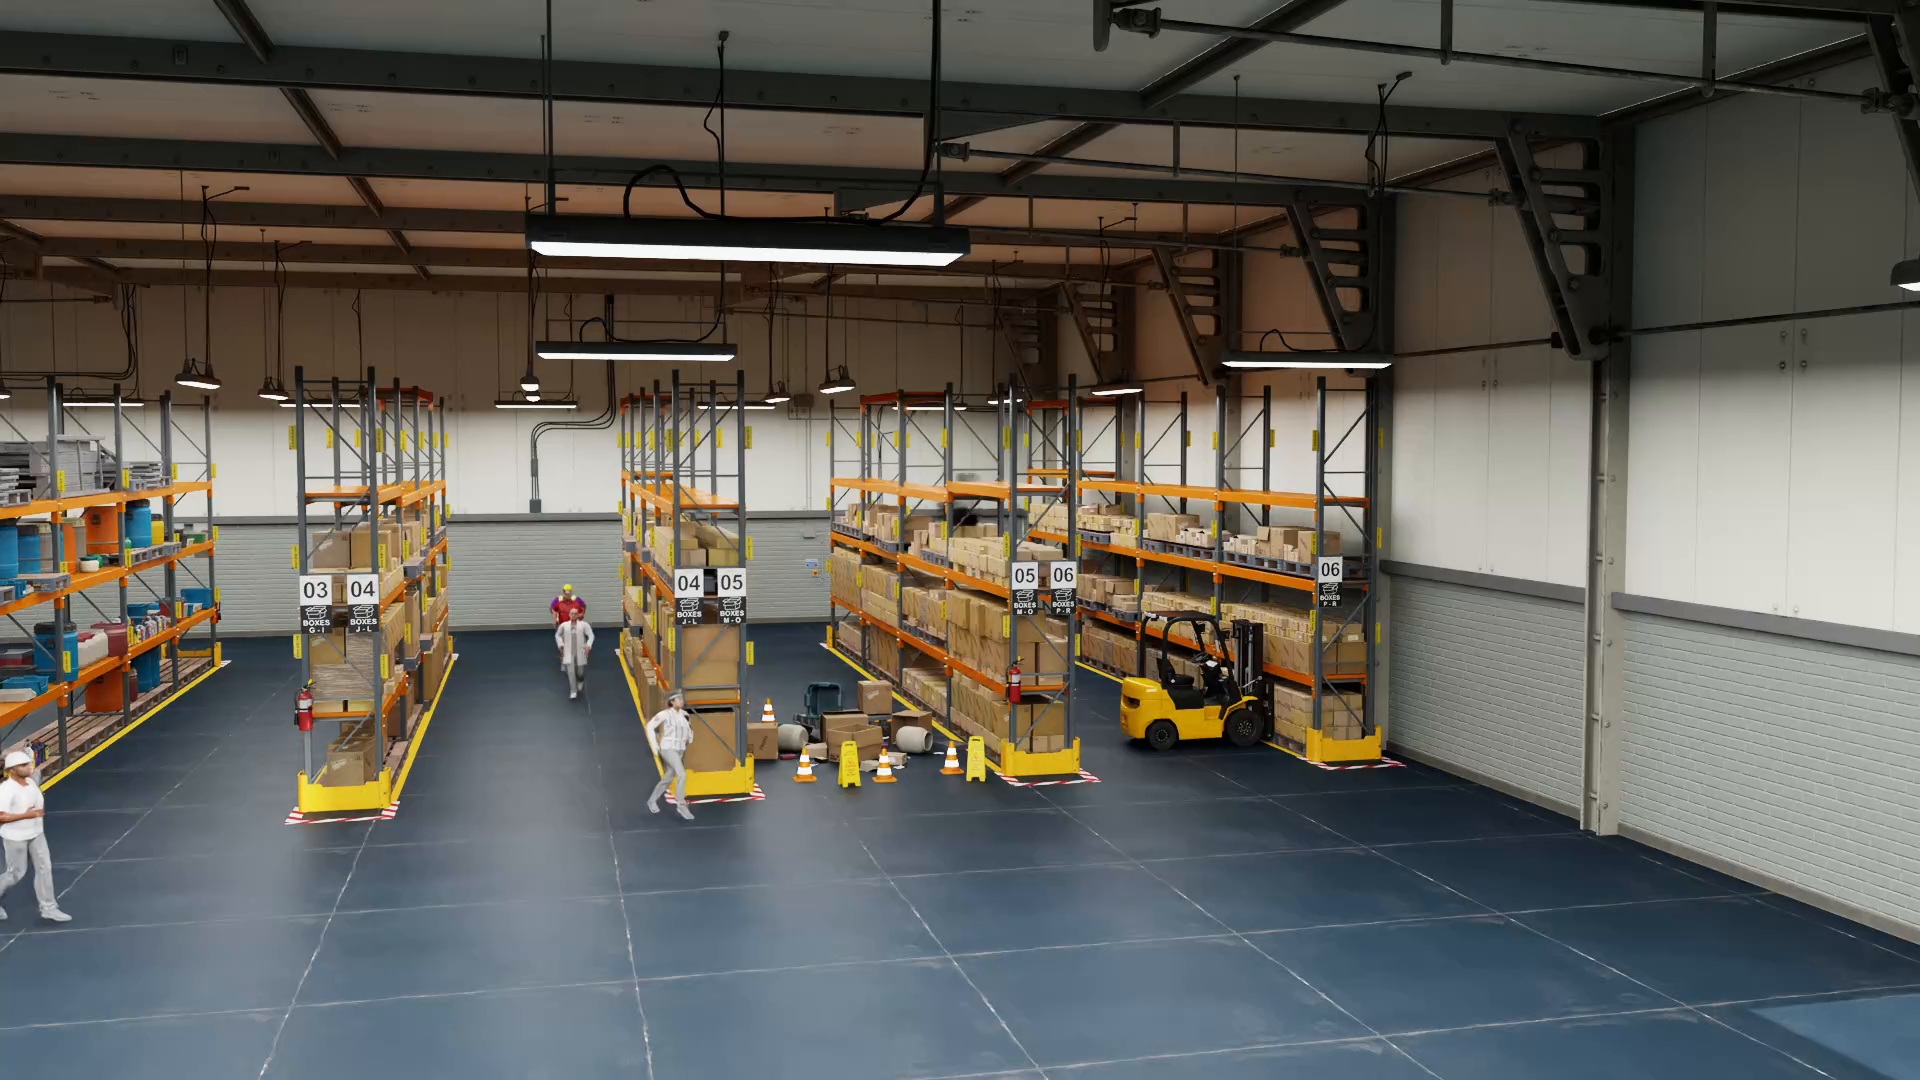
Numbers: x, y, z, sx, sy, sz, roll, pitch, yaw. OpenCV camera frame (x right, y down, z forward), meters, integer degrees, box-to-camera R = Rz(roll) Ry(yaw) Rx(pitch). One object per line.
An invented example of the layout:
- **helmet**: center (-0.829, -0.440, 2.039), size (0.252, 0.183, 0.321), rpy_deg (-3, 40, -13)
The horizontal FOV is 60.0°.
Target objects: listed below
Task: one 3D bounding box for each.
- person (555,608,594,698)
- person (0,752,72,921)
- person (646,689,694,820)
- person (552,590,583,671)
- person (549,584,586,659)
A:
- **person**: center (-7.520, 2.194, 32.448), size (0.752, 1.733, 0.774), rpy_deg (-1, 3, -11)
- **person**: center (-9.663, 3.061, 17.157), size (0.917, 1.765, 0.701), rpy_deg (0, 3, 7)
- **person**: center (-3.779, 2.830, 22.192), size (0.815, 1.689, 0.600), rpy_deg (2, 4, 32)
- **person**: center (-8.570, 1.946, 36.349), size (0.665, 1.725, 0.942), rpy_deg (-1, 3, -12)
- **person**: center (-9.023, 1.866, 38.109), size (0.788, 1.723, 0.645), rpy_deg (0, 3, 6)
